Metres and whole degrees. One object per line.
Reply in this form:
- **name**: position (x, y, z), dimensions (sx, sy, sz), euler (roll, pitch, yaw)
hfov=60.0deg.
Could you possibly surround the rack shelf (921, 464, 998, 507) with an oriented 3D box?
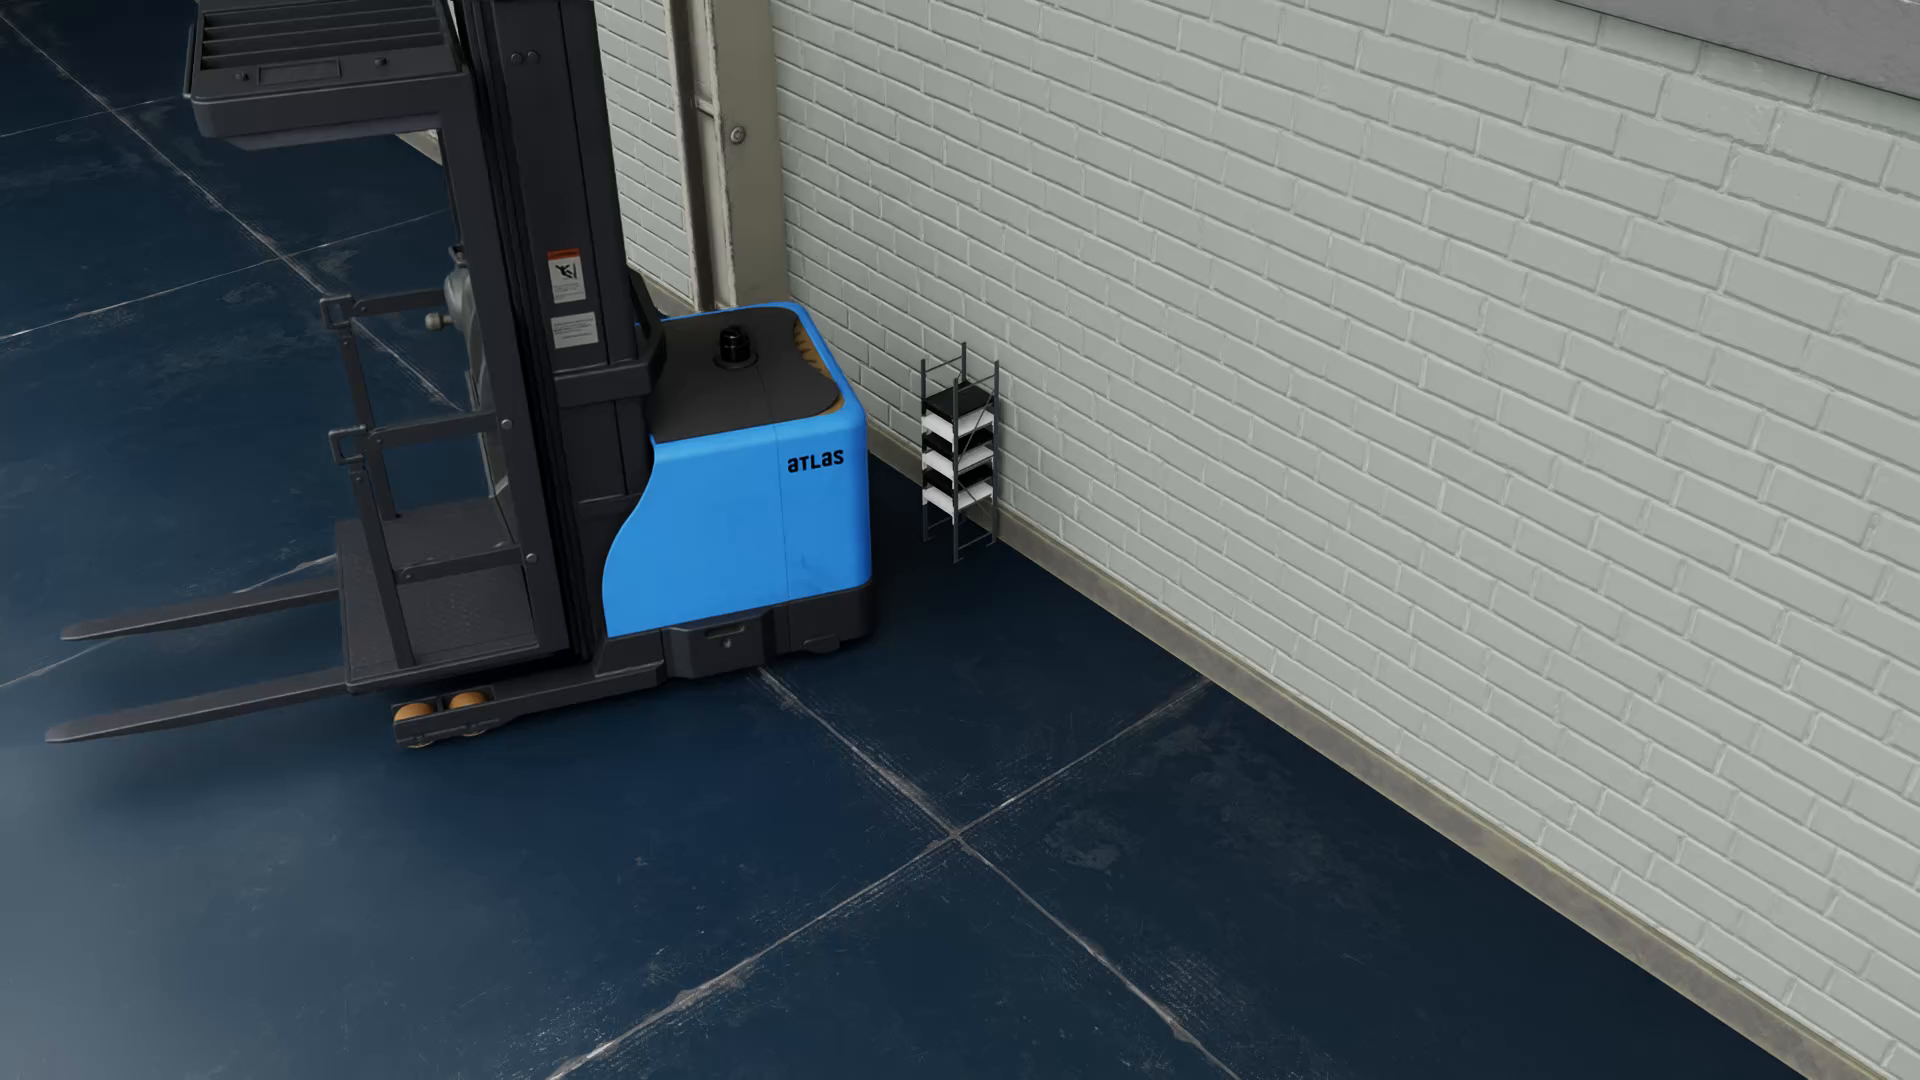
- **rack shelf**: position (-0.001, -0.259, 7.051), dimensions (0.258, 0.077, 0.200), euler (-26, 43, -32)

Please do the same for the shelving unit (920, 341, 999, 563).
- **shelving unit**: position (-0.001, -0.360, 6.979), dimensions (0.258, 0.900, 0.210), euler (-26, 43, -32)

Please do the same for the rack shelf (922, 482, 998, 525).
- **rack shelf**: position (-0.001, -0.186, 7.103), dimensions (0.258, 0.077, 0.200), euler (-26, 43, -32)

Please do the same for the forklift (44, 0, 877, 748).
- **forklift**: position (-1.905, -0.771, 5.802), dimensions (3.031, 2.935, 1.130), euler (-11, 37, -15)

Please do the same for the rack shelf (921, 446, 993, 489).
- **rack shelf**: position (-0.001, -0.332, 6.999), dimensions (0.258, 0.077, 0.200), euler (-26, 43, -32)

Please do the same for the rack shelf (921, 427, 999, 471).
- **rack shelf**: position (-0.001, -0.406, 6.947), dimensions (0.258, 0.077, 0.200), euler (-26, 43, -32)

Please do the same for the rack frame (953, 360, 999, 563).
- **rack frame**: position (0.066, -0.315, 6.916), dimensions (0.240, 0.900, 0.006), euler (-26, 43, -32)

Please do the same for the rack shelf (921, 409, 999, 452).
- **rack shelf**: position (-0.001, -0.479, 6.894), dimensions (0.258, 0.077, 0.200), euler (-26, 43, -32)

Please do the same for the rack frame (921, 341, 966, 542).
- **rack frame**: position (-0.067, -0.404, 7.042), dimensions (0.240, 0.900, 0.006), euler (-26, 43, -32)

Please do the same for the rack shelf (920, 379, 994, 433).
- **rack shelf**: position (-0.001, -0.553, 6.842), dimensions (0.258, 0.077, 0.200), euler (-26, 43, -32)

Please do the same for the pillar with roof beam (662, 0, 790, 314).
- **pillar with roof beam**: position (-4.339, -2.804, 3.423), dimensions (9.100, 9.000, 0.400), euler (-26, 43, -32)
